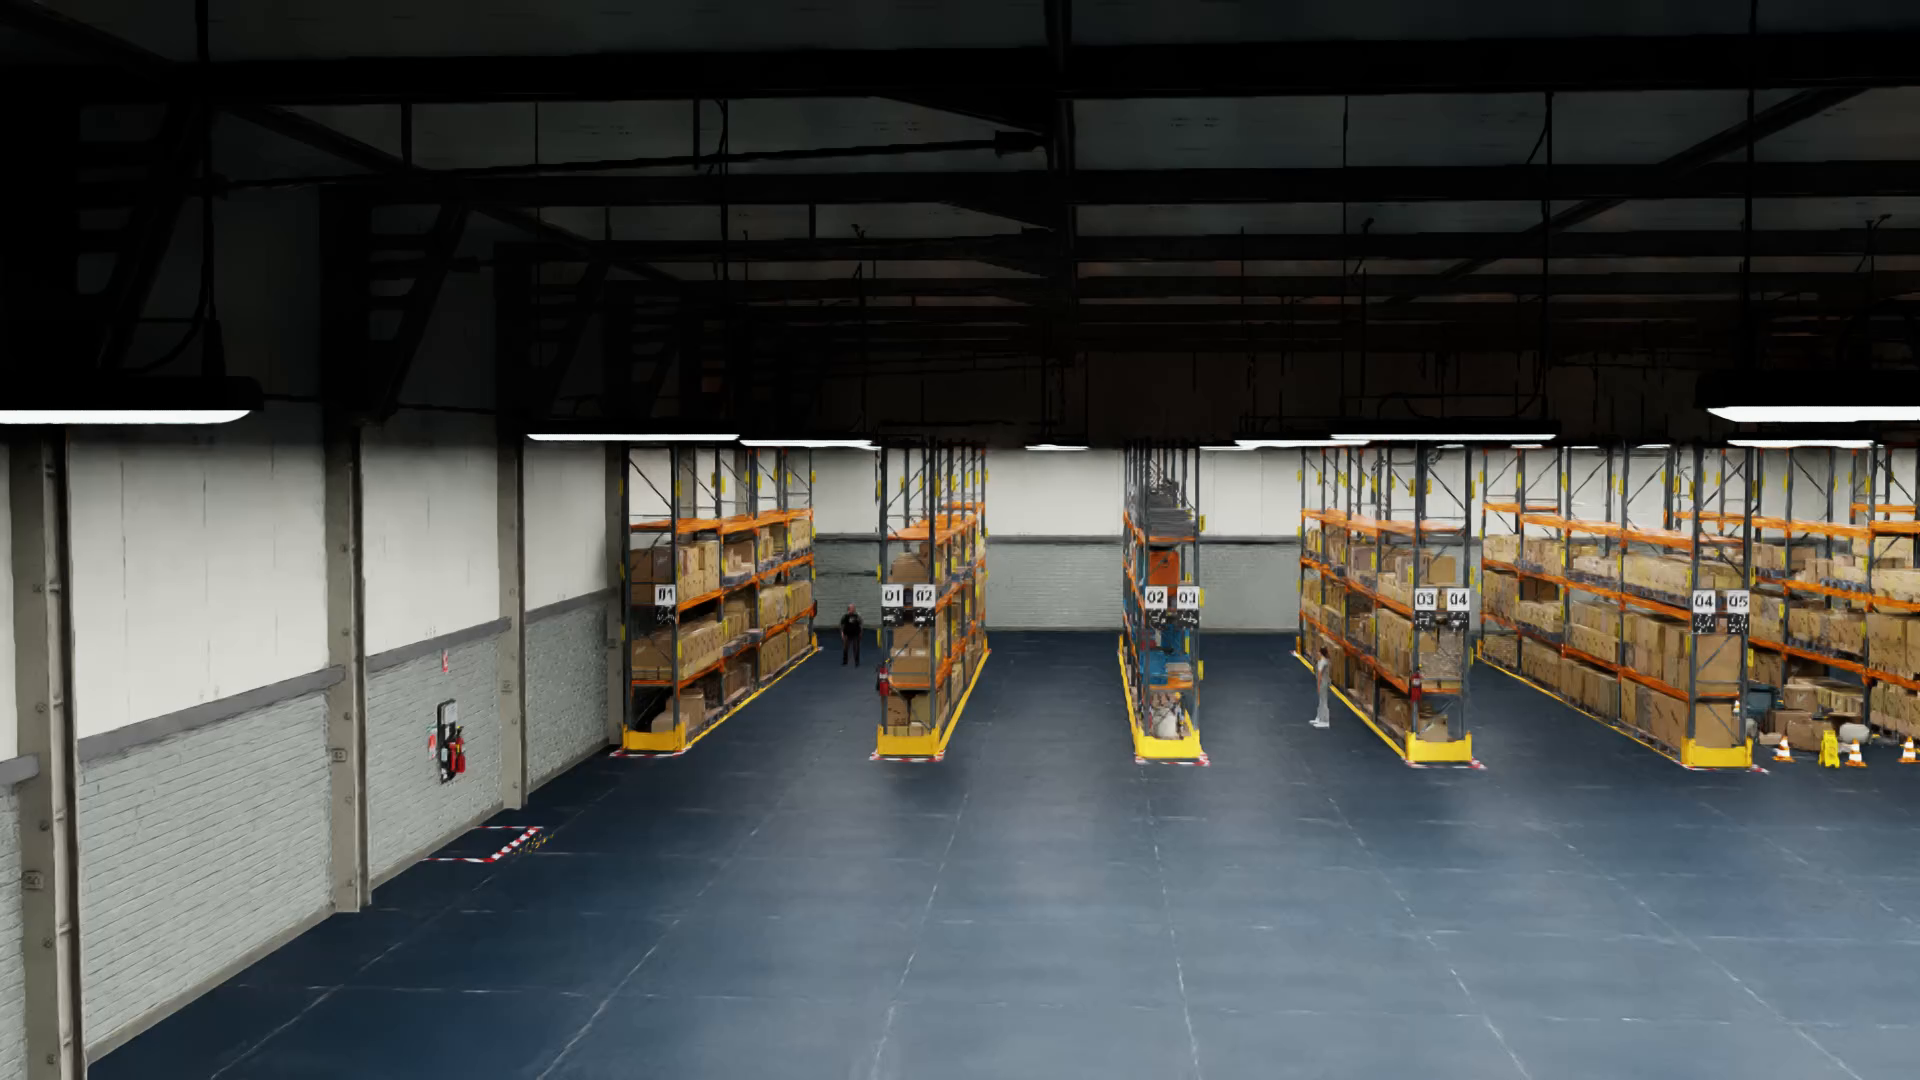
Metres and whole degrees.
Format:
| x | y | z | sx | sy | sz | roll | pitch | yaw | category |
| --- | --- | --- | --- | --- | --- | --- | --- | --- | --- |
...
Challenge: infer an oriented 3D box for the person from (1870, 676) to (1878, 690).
| x | y | z | sx | sy | sz | roll | pitch | yaw | category |
| --- | --- | --- | --- | --- | --- | --- | --- | --- | --- |
| 20.843 | 2.881 | 37.831 | 0.430 | 1.639 | 0.533 | -1 | 3 | -21 | person |

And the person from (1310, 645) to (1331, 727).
| x | y | z | sx | sy | sz | roll | pitch | yaw | category |
| --- | --- | --- | --- | --- | --- | --- | --- | --- | --- |
| 7.504 | 3.023 | 34.578 | 0.477 | 1.675 | 0.487 | 2 | 4 | 35 | person |

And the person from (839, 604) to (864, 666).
| x | y | z | sx | sy | sz | roll | pitch | yaw | category |
| --- | --- | --- | --- | --- | --- | --- | --- | --- | --- |
| -2.885 | 2.526 | 44.283 | 0.677 | 1.674 | 0.534 | 0 | 3 | 2 | person |
